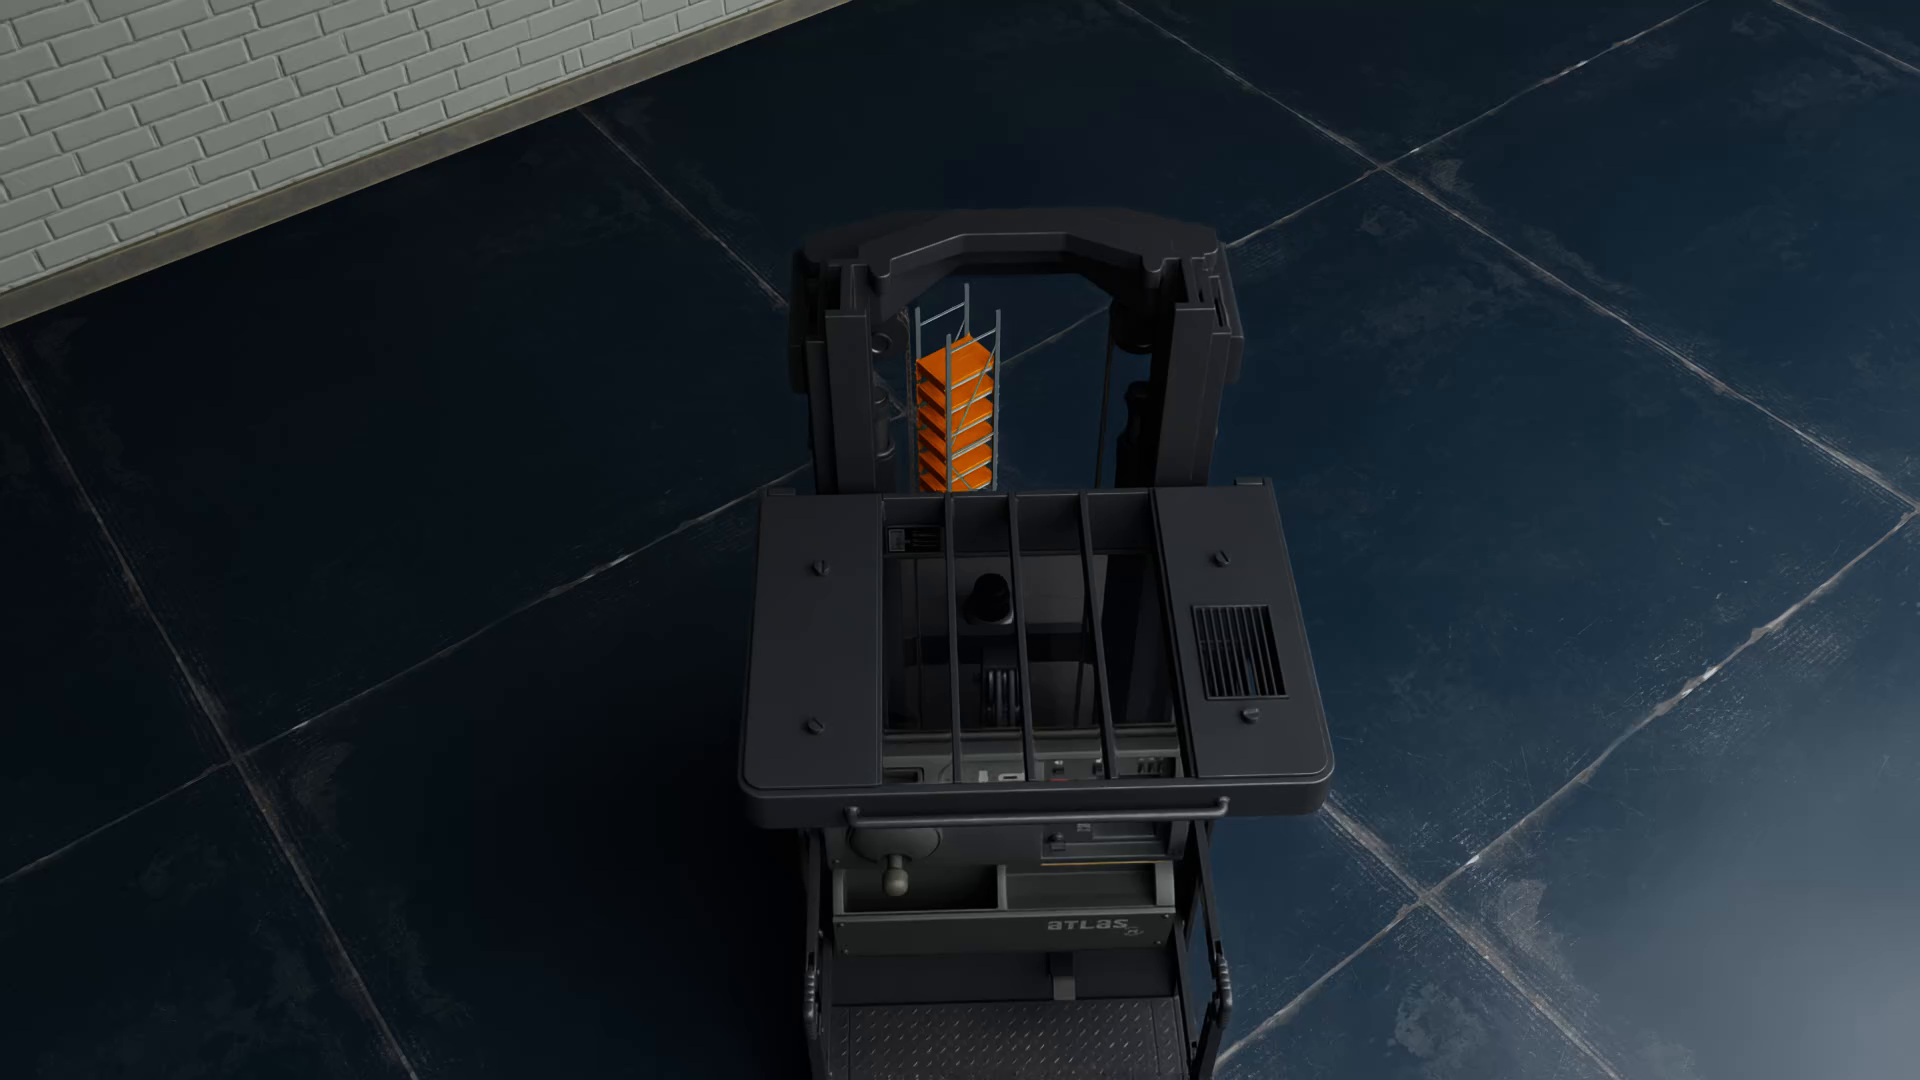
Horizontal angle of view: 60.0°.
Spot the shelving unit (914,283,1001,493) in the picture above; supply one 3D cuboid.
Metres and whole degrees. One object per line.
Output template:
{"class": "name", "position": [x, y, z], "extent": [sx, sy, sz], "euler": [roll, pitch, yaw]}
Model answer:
{"class": "shelving unit", "position": [-0.009, -0.412, 6.312], "extent": [0.258, 1.200, 0.189], "euler": [-29, 54, -24]}

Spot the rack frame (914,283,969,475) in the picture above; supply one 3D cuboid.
{"class": "rack frame", "position": [-0.064, -0.465, 6.361], "extent": [0.240, 1.200, 0.006], "euler": [-29, 54, -24]}

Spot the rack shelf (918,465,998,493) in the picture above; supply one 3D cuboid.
{"class": "rack shelf", "position": [-0.009, -0.220, 6.523], "extent": [0.258, 0.103, 0.180], "euler": [-29, 54, -24]}

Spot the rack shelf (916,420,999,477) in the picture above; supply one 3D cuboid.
{"class": "rack shelf", "position": [-0.009, -0.382, 6.345], "extent": [0.258, 0.103, 0.180], "euler": [-29, 54, -24]}

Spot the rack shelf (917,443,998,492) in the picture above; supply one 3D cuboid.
{"class": "rack shelf", "position": [-0.009, -0.301, 6.434], "extent": [0.258, 0.103, 0.180], "euler": [-29, 54, -24]}

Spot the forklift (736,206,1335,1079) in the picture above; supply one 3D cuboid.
{"class": "forklift", "position": [0.127, 0.795, 4.049], "extent": [1.130, 2.935, 3.031], "euler": [-1, 48, -1]}

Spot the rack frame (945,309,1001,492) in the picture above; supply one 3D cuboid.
{"class": "rack frame", "position": [0.047, -0.358, 6.263], "extent": [0.240, 1.200, 0.006], "euler": [-29, 54, -24]}

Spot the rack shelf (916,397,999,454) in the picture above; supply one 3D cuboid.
{"class": "rack shelf", "position": [-0.009, -0.462, 6.256], "extent": [0.258, 0.103, 0.180], "euler": [-29, 54, -24]}

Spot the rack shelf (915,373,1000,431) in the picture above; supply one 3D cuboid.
{"class": "rack shelf", "position": [-0.009, -0.543, 6.167], "extent": [0.258, 0.103, 0.180], "euler": [-29, 54, -24]}

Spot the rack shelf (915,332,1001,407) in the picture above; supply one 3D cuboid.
{"class": "rack shelf", "position": [-0.009, -0.623, 6.078], "extent": [0.258, 0.103, 0.180], "euler": [-29, 54, -24]}
